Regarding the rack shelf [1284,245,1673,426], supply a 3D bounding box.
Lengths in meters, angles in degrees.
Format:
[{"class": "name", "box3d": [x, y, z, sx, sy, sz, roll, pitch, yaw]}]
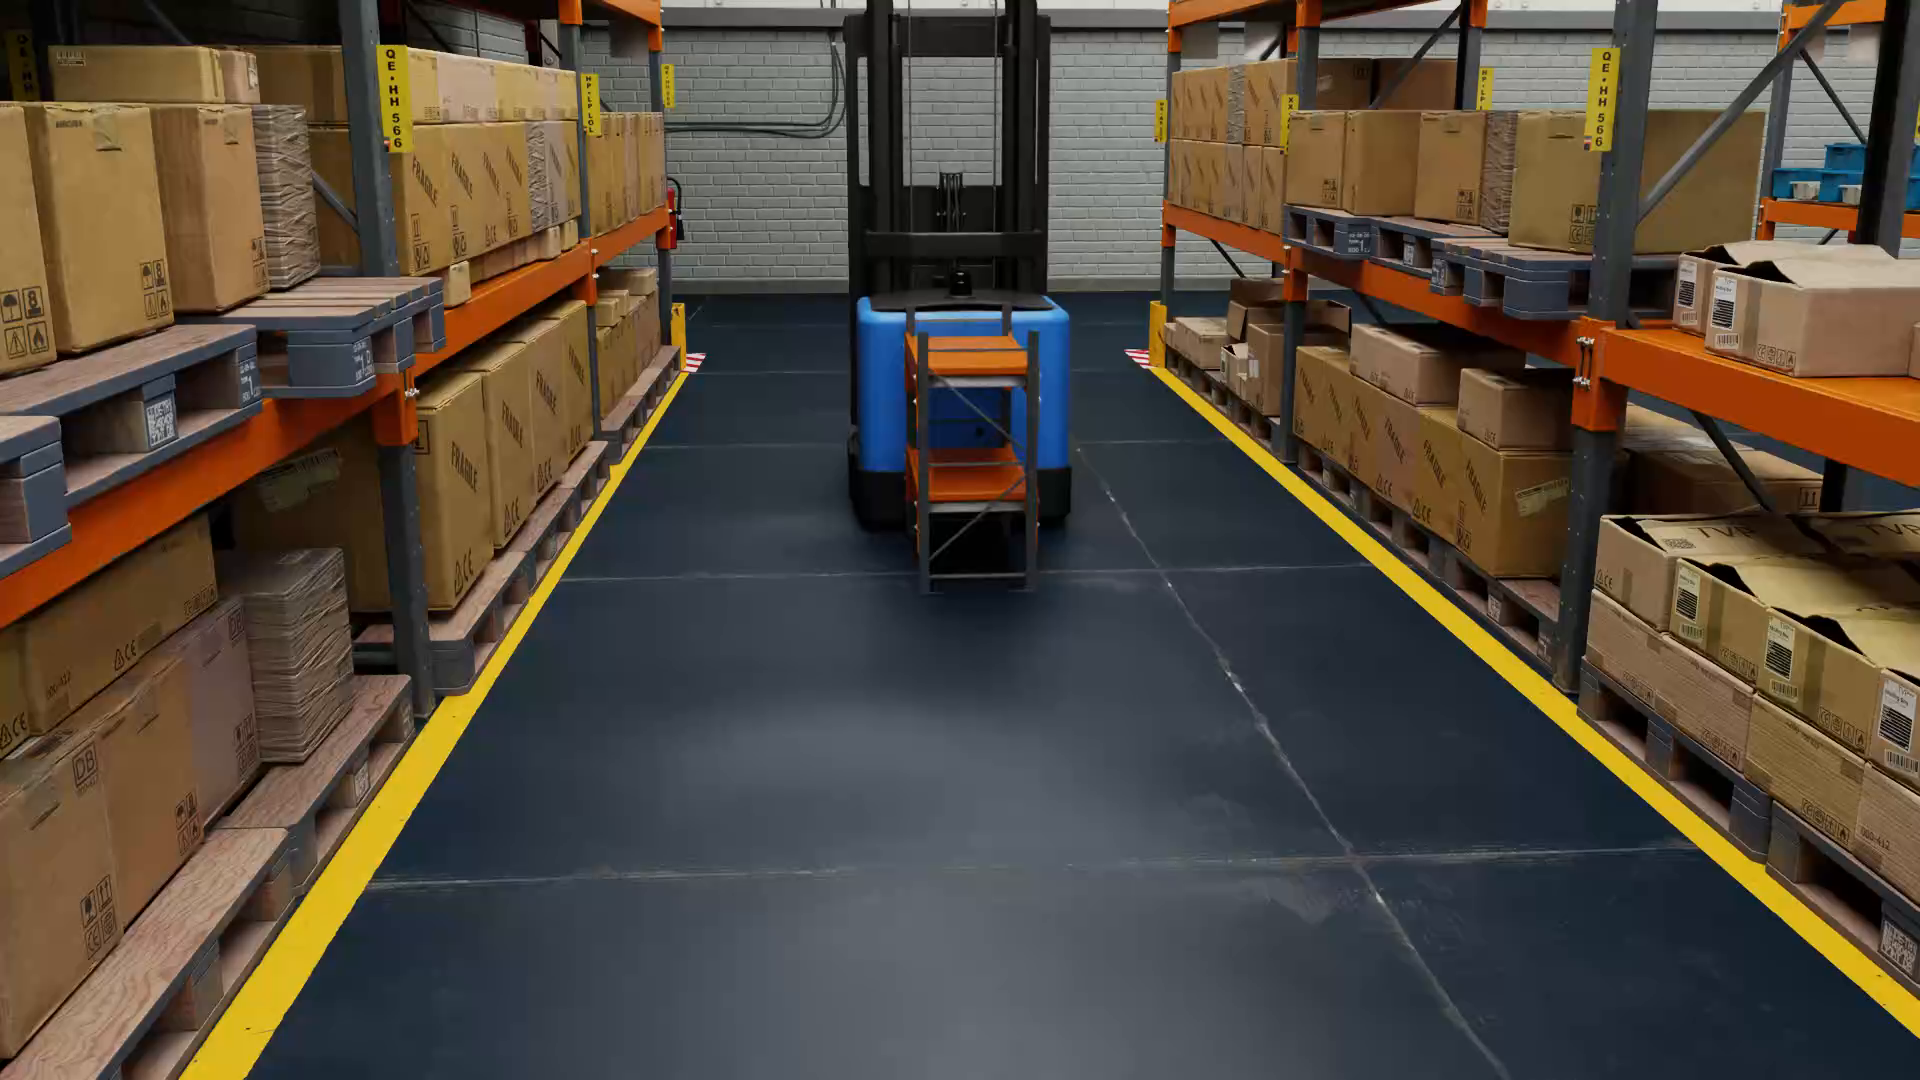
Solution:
[{"class": "rack shelf", "box3d": [2.511, -1.072, 7.616, 1.077, 0.370, 4.000, -1, 14, -3]}]

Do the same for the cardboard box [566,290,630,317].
[{"class": "cardboard box", "box3d": [-2.372, -1.553, 10.913, 0.380, 0.149, 0.250, -1, 14, -5]}]

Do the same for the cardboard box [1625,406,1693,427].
[{"class": "cardboard box", "box3d": [2.828, -0.298, 7.298, 0.500, 0.500, 0.500, -1, 14, -4]}]

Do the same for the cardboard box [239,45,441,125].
[{"class": "cardboard box", "box3d": [-2.082, -1.535, 5.629, 0.500, 0.250, 0.500, -1, 14, -2]}]

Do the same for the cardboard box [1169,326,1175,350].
[{"class": "cardboard box", "box3d": [1.838, -1.582, 12.958, 0.380, 0.166, 0.250, -1, 14, -3]}]

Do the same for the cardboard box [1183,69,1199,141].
[{"class": "cardboard box", "box3d": [1.944, -3.201, 12.240, 0.500, 0.500, 0.500, -1, 14, -3]}]

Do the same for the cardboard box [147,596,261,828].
[{"class": "cardboard box", "box3d": [-2.296, 0.460, 4.352, 0.700, 0.500, 0.500, -1, 14, -4]}]

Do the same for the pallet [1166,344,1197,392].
[{"class": "pallet", "box3d": [2.194, -1.345, 12.830, 1.003, 0.211, 1.213, -1, 14, -3]}]

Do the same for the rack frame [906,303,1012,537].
[{"class": "rack frame", "box3d": [-0.005, -0.569, 7.980, 0.500, 1.125, 0.032, -1, 14, -4]}]

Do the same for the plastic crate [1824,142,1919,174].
[{"class": "plastic crate", "box3d": [7.291, -2.954, 13.296, 0.616, 0.435, 0.499, -1, 14, -3]}]

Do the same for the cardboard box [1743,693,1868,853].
[{"class": "cardboard box", "box3d": [2.445, 0.594, 4.372, 0.500, 0.250, 0.500, -1, 14, -5]}]

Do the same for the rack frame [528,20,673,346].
[{"class": "rack frame", "box3d": [-2.805, -2.835, 13.026, 1.000, 3.000, 0.127, -1, 14, -3]}]

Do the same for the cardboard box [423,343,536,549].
[{"class": "cardboard box", "box3d": [-2.272, -0.411, 7.074, 0.750, 0.750, 0.750, -1, 14, -4]}]

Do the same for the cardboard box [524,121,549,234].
[{"class": "cardboard box", "box3d": [-2.213, -1.680, 7.697, 0.500, 0.500, 0.500, -1, 14, -3]}]

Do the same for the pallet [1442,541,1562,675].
[{"class": "pallet", "box3d": [2.626, 0.241, 6.665, 1.003, 0.211, 1.213, -1, 14, -3]}]

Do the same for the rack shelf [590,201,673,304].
[{"class": "rack shelf", "box3d": [-2.681, -1.989, 11.182, 1.077, 0.370, 4.000, -1, 14, -3]}]

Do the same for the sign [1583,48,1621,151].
[{"class": "sign", "box3d": [2.094, -1.435, 5.418, 0.100, 0.325, 0.005, -1, 14, -3]}]

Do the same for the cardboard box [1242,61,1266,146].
[{"class": "cardboard box", "box3d": [2.063, -2.700, 10.291, 0.500, 0.500, 0.500, -1, 14, -5]}]

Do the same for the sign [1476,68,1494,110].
[{"class": "sign", "box3d": [2.941, -2.488, 9.353, 0.100, 0.325, 0.005, -1, 14, -3]}]

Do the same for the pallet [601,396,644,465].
[{"class": "pallet", "box3d": [-2.526, -0.680, 10.246, 1.003, 0.211, 1.213, -1, 14, -3]}]

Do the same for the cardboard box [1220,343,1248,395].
[{"class": "cardboard box", "box3d": [2.022, -1.152, 10.999, 0.500, 0.311, 0.500, -1, 14, -3]}]

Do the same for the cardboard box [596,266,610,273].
[{"class": "cardboard box", "box3d": [-2.869, -1.998, 12.642, 0.380, 0.149, 0.250, -1, 14, -3]}]

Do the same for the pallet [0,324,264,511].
[{"class": "pallet", "box3d": [-2.145, -0.261, 3.406, 1.003, 0.211, 1.213, -1, 14, -3]}]

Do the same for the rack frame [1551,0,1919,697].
[{"class": "rack frame", "box3d": [2.635, -0.923, 5.594, 1.000, 3.000, 0.127, -1, 14, -3]}]

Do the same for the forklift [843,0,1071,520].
[{"class": "forklift", "box3d": [-0.085, -1.832, 9.263, 1.130, 2.935, 3.031, -1, 14, -4]}]

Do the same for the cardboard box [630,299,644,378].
[{"class": "cardboard box", "box3d": [-2.599, -1.406, 11.644, 0.700, 0.500, 0.500, -1, 14, -5]}]

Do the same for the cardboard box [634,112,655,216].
[{"class": "cardboard box", "box3d": [-2.707, -2.673, 11.793, 0.980, 0.700, 0.700, -1, 14, -4]}]

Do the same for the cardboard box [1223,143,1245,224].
[{"class": "cardboard box", "box3d": [2.033, -2.342, 10.910, 0.500, 0.500, 0.500, -1, 14, -2]}]

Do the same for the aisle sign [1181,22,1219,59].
[{"class": "aisle sign", "box3d": [1.842, -4.184, 13.051, 0.394, 0.787, 0.004, -1, 14, -3]}]

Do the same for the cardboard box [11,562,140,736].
[{"class": "cardboard box", "box3d": [-2.203, 0.238, 3.712, 0.500, 0.250, 0.500, -1, 14, -4]}]

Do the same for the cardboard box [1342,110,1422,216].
[{"class": "cardboard box", "box3d": [2.299, -1.878, 8.263, 0.700, 0.500, 0.500, 1, 14, 5]}]

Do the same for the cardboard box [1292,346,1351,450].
[{"class": "cardboard box", "box3d": [2.174, -0.796, 9.234, 0.500, 0.500, 0.500, -2, 15, -6]}]

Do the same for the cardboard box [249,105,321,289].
[{"class": "cardboard box", "box3d": [-2.270, -0.990, 4.772, 0.700, 0.500, 0.500, -3, 15, -10]}]

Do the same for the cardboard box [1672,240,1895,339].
[{"class": "cardboard box", "box3d": [2.614, -0.789, 5.251, 0.500, 0.311, 0.500, 0, 14, 0]}]

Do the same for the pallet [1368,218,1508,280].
[{"class": "pallet", "box3d": [2.510, -1.314, 7.497, 1.003, 0.211, 1.213, -1, 14, -3]}]

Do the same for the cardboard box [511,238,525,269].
[{"class": "cardboard box", "box3d": [-2.218, -1.332, 7.648, 0.380, 0.149, 0.250, -1, 14, -5]}]

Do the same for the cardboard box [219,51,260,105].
[{"class": "cardboard box", "box3d": [-2.258, -1.336, 4.813, 0.380, 0.149, 0.250, -3, 15, -11]}]

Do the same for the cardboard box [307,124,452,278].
[{"class": "cardboard box", "box3d": [-2.084, -1.172, 5.726, 0.500, 0.500, 0.500, 0, 14, -2]}]

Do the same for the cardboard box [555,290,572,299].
[{"class": "cardboard box", "box3d": [-2.756, -1.555, 10.923, 0.380, 0.149, 0.250, -1, 14, -3]}]

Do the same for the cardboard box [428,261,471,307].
[{"class": "cardboard box", "box3d": [-2.037, -0.949, 6.160, 0.380, 0.149, 0.250, 0, 14, -2]}]

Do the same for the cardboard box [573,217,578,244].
[{"class": "cardboard box", "box3d": [-2.253, -1.649, 8.878, 0.380, 0.149, 0.250, -1, 14, -3]}]

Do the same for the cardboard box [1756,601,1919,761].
[{"class": "cardboard box", "box3d": [2.445, 0.326, 4.290, 0.500, 0.311, 0.500, -1, 14, -5]}]

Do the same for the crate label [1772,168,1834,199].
[{"class": "crate label", "box3d": [6.770, -2.870, 13.375, 0.416, 0.233, 0.303, -1, 14, -3]}]

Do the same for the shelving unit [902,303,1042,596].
[{"class": "shelving unit", "box3d": [0.035, -0.443, 7.490, 0.538, 1.125, 1.048, -1, 14, -4]}]

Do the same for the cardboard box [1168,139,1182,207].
[{"class": "cardboard box", "box3d": [1.904, -2.847, 12.869, 0.500, 0.500, 0.500, -1, 14, -2]}]

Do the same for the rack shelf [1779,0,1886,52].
[{"class": "rack shelf", "box3d": [7.207, -3.595, 11.403, 1.077, 0.370, 4.000, -1, 14, -3]}]

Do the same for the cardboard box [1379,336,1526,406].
[{"class": "cardboard box", "box3d": [2.267, -0.786, 7.690, 0.500, 0.250, 0.500, -1, 14, -4]}]

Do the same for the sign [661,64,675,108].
[{"class": "sign", "box3d": [-2.262, -3.516, 12.871, 0.100, 0.325, 0.005, -1, 14, -3]}]

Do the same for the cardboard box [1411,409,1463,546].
[{"class": "cardboard box", "box3d": [2.311, -0.283, 7.240, 0.500, 0.500, 0.500, -1, 14, -5]}]

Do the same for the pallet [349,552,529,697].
[{"class": "pallet", "box3d": [-2.283, 0.308, 6.407, 1.003, 0.211, 1.213, -1, 14, -3]}]
